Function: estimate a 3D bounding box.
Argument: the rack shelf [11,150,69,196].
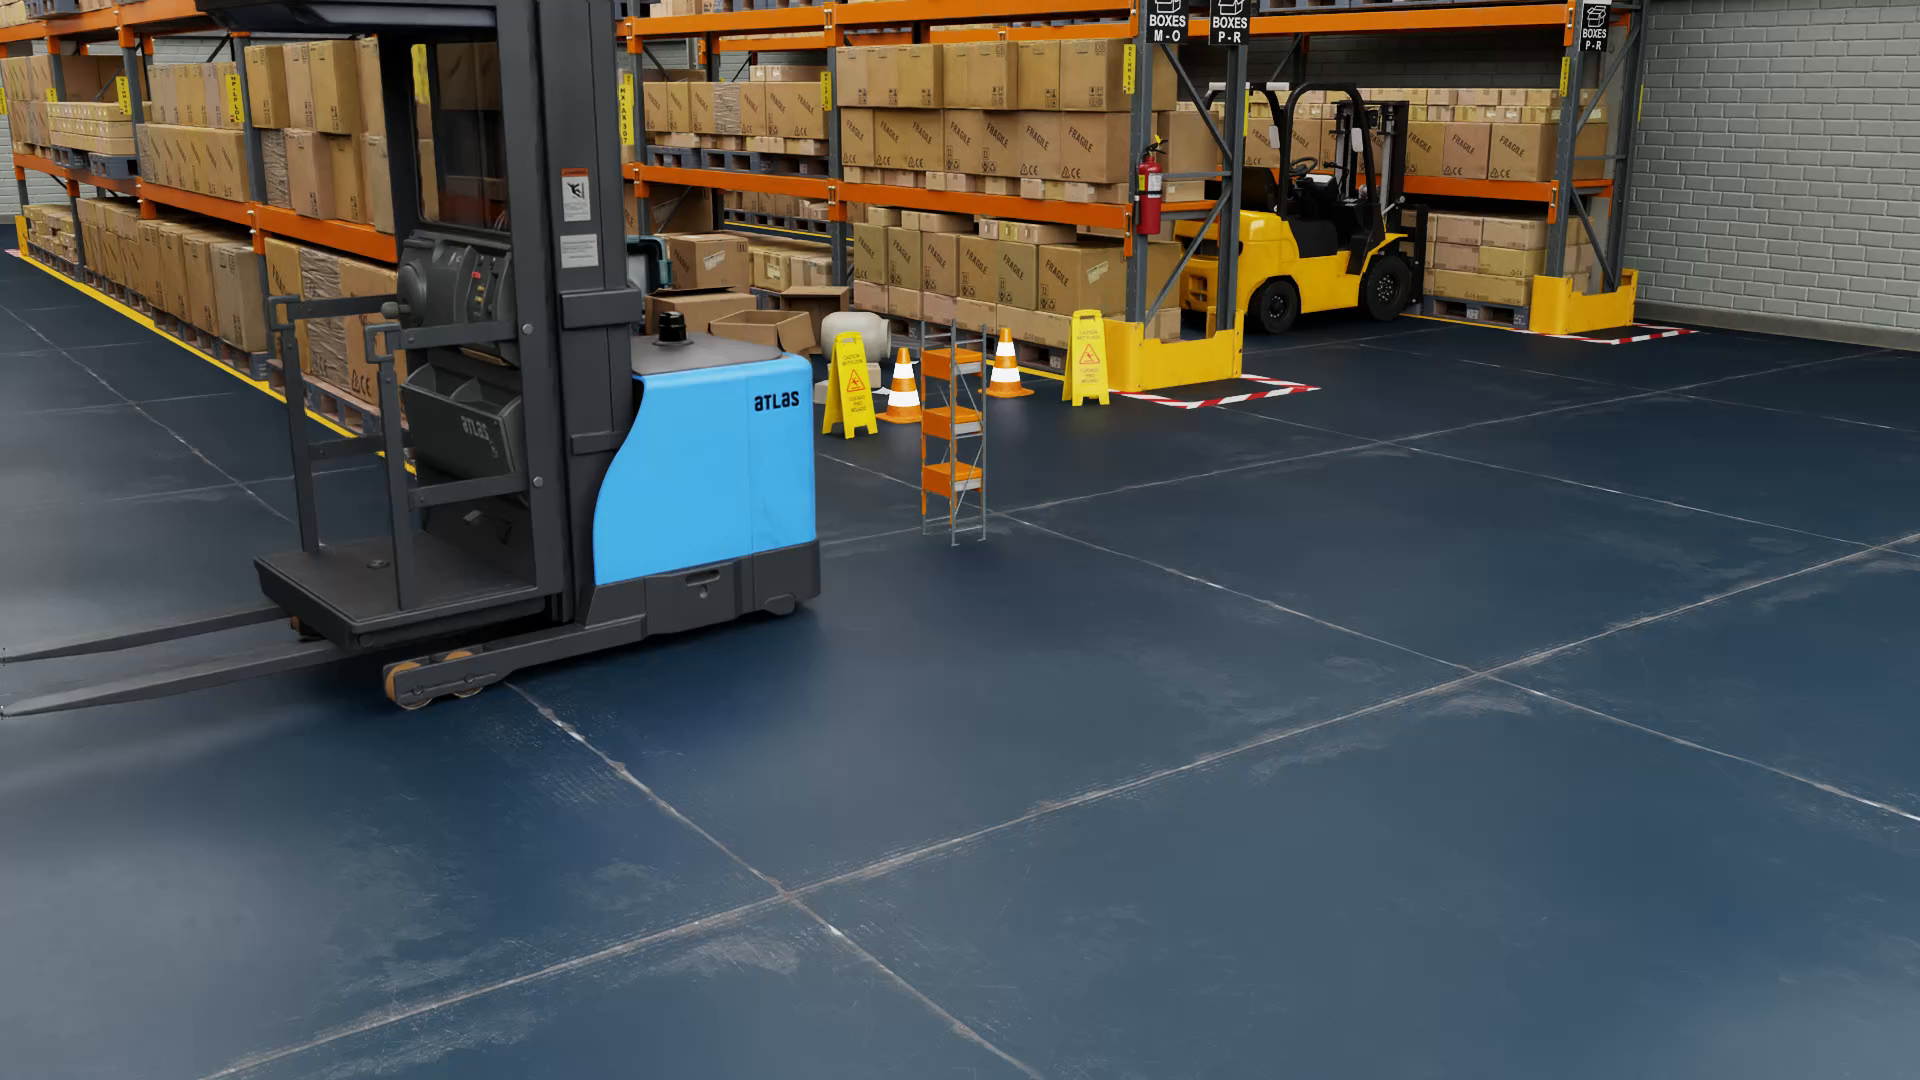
[{"bbox_3d":[-10.550,-4.465,20.070,1.077,0.370,4.000,-11,19,-35],"label":"rack shelf"}]

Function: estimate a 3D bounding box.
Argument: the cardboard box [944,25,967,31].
[{"bbox_3d":[0.141,-6.645,21.276,0.500,0.250,0.500,-11,19,-34],"label":"cardboard box"}]

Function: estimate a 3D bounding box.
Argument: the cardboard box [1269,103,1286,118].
[{"bbox_3d":[3.416,-4.435,17.179,0.380,0.149,0.250,-10,18,-33],"label":"cardboard box"}]

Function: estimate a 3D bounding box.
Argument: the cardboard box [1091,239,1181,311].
[{"bbox_3d":[1.361,-2.070,12.951,0.500,0.500,0.500,-12,19,-36],"label":"cardboard box"}]

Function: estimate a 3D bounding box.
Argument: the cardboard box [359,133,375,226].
[{"bbox_3d":[-3.142,-2.220,10.221,0.875,0.550,0.550,-11,19,-35],"label":"cardboard box"}]

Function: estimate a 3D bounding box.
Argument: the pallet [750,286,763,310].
[{"bbox_3d":[-1.906,-2.548,16.986,1.003,0.211,1.213,-11,19,-35],"label":"pallet"}]

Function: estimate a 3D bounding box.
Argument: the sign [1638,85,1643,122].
[{"bbox_3d":[6.092,-3.924,14.941,0.100,0.325,0.005,-11,19,-35],"label":"sign"}]

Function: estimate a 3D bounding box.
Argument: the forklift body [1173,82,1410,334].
[{"bbox_3d":[3.049,-3.096,15.313,2.313,2.155,1.214,-11,19,-35],"label":"forklift body"}]

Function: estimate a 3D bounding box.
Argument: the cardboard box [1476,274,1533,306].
[{"bbox_3d":[5.108,-2.311,15.251,0.500,0.250,0.500,-11,19,-34],"label":"cardboard box"}]

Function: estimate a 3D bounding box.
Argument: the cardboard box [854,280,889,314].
[{"bbox_3d":[-0.597,-2.175,14.753,0.500,0.250,0.500,-12,19,-37],"label":"cardboard box"}]

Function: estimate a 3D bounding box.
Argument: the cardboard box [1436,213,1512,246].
[{"bbox_3d":[4.811,-2.900,15.509,0.500,0.250,0.500,-10,18,-34],"label":"cardboard box"}]

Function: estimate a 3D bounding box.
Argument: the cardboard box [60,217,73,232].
[{"bbox_3d":[-10.128,-3.635,19.154,0.380,0.149,0.250,-11,19,-35],"label":"cardboard box"}]

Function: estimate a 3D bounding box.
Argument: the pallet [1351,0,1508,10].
[{"bbox_3d":[4.523,-5.203,15.891,1.003,0.211,1.213,-11,19,-35],"label":"pallet"}]

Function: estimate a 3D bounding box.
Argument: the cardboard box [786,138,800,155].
[{"bbox_3d":[-1.392,-3.674,15.497,0.380,0.149,0.250,-12,19,-36],"label":"cardboard box"}]

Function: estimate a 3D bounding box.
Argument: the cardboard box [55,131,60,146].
[{"bbox_3d":[-9.346,-4.252,17.611,0.380,0.149,0.250,-11,18,-34],"label":"cardboard box"}]

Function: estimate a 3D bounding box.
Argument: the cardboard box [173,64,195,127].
[{"bbox_3d":[-6.164,-3.747,14.000,0.700,0.500,0.500,-11,19,-35],"label":"cardboard box"}]

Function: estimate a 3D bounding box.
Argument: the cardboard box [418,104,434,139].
[{"bbox_3d":[-2.505,-2.501,9.201,0.875,0.550,0.550,-11,19,-35],"label":"cardboard box"}]

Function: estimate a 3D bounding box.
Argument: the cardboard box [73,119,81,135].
[{"bbox_3d":[-8.593,-4.120,16.565,0.380,0.149,0.250,-11,19,-36],"label":"cardboard box"}]

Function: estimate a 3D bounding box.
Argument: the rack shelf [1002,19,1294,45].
[{"bbox_3d":[2.112,-5.764,19.136,1.077,0.370,4.000,-11,19,-35],"label":"rack shelf"}]

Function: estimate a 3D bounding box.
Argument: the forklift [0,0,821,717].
[{"bbox_3d":[-2.044,-0.970,6.067,3.031,2.935,1.130,-12,20,-38],"label":"forklift"}]

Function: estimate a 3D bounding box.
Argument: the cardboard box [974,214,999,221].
[{"bbox_3d":[0.513,-4.146,21.480,0.500,0.500,0.500,-10,18,-33],"label":"cardboard box"}]

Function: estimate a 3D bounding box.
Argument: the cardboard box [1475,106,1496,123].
[{"bbox_3d":[4.932,-3.890,15.188,0.380,0.149,0.250,-10,18,-34],"label":"cardboard box"}]

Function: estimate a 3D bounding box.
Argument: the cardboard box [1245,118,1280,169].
[{"bbox_3d":[3.337,-4.151,17.369,0.500,0.500,0.500,-12,19,-36],"label":"cardboard box"}]

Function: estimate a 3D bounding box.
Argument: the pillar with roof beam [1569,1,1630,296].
[{"bbox_3d":[2.477,-5.897,12.577,9.100,9.000,0.400,-11,19,-35],"label":"pillar with roof beam"}]

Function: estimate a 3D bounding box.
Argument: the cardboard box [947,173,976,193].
[{"bbox_3d":[0.116,-2.904,13.480,0.380,0.149,0.250,-11,19,-35],"label":"cardboard box"}]

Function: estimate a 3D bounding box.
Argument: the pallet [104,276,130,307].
[{"bbox_3d":[-8.193,-2.613,17.223,1.003,0.211,1.213,-11,19,-35],"label":"pallet"}]

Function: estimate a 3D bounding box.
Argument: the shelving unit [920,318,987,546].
[{"bbox_3d":[-0.031,-0.518,7.979,0.215,1.050,0.252,-11,19,-35],"label":"shelving unit"}]

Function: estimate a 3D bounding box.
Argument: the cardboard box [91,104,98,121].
[{"bbox_3d":[-7.981,-4.042,15.717,0.380,0.149,0.250,-10,18,-33],"label":"cardboard box"}]

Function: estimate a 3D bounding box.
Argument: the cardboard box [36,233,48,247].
[{"bbox_3d":[-11.243,-3.738,20.656,0.380,0.149,0.250,-11,19,-34],"label":"cardboard box"}]

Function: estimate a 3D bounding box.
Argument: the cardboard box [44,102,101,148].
[{"bbox_3d":[-9.887,-4.636,18.579,0.500,0.500,0.500,-11,19,-34],"label":"cardboard box"}]

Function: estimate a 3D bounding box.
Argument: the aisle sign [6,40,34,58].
[{"bbox_3d":[-12.011,-6.462,21.079,0.394,0.787,0.004,-11,19,-35],"label":"aisle sign"}]

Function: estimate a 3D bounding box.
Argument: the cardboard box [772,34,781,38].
[{"bbox_3d":[-2.586,-7.581,24.888,0.380,0.149,0.250,-11,19,-34],"label":"cardboard box"}]

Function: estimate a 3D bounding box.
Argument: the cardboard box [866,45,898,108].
[{"bbox_3d":[-0.359,-3.900,13.997,0.700,0.500,0.500,-11,19,-34],"label":"cardboard box"}]

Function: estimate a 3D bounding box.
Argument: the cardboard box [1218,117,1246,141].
[{"bbox_3d":[2.792,-4.472,18.069,0.500,0.250,0.500,-11,19,-36],"label":"cardboard box"}]

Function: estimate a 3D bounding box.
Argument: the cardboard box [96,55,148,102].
[{"bbox_3d":[-9.442,-5.193,18.720,0.500,0.500,0.500,-10,18,-33],"label":"cardboard box"}]

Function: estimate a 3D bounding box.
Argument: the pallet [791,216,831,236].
[{"bbox_3d":[-1.819,-4.748,25.023,1.003,0.211,1.213,-11,19,-35],"label":"pallet"}]

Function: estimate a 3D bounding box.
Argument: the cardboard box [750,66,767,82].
[{"bbox_3d":[-1.775,-4.437,15.828,0.380,0.149,0.250,-12,19,-37],"label":"cardboard box"}]

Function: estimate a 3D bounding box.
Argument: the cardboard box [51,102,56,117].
[{"bbox_3d":[-9.345,-4.539,17.531,0.380,0.149,0.250,-10,18,-33],"label":"cardboard box"}]

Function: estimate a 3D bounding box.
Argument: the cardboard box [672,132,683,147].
[{"bbox_3d":[-2.774,-4.172,17.319,0.380,0.149,0.250,-12,20,-38],"label":"cardboard box"}]

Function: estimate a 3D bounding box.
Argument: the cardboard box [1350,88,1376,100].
[{"bbox_3d":[4.056,-4.365,16.362,0.380,0.149,0.250,-11,19,-35],"label":"cardboard box"}]

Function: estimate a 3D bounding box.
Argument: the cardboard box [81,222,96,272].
[{"bbox_3d":[-9.154,-3.183,17.962,0.500,0.500,0.500,-10,18,-32],"label":"cardboard box"}]

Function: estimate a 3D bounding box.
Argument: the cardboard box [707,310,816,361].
[{"bbox_3d":[-1.454,-1.390,12.202,0.637,0.503,0.797,4,16,13],"label":"cardboard box"}]

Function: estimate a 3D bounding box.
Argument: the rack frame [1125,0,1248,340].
[{"bbox_3d":[1.626,-2.612,11.938,1.000,3.000,0.127,-11,19,-35],"label":"rack frame"}]

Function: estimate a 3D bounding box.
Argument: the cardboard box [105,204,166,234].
[{"bbox_3d":[-8.228,-3.212,16.647,0.500,0.250,0.500,-10,18,-33],"label":"cardboard box"}]

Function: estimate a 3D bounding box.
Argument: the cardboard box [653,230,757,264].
[{"bbox_3d":[-2.753,-3.133,18.025,0.950,0.372,0.625,-12,20,-38],"label":"cardboard box"}]

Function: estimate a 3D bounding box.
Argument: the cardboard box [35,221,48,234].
[{"bbox_3d":[-11.231,-3.881,20.614,0.380,0.149,0.250,-10,18,-33],"label":"cardboard box"}]

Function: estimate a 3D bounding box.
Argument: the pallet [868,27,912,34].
[{"bbox_3d":[-0.477,-6.931,22.391,1.213,0.211,1.003,-11,19,-35],"label":"pallet"}]

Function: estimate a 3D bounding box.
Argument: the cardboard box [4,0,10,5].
[{"bbox_3d":[-11.083,-6.499,19.795,0.500,0.250,0.500,-11,19,-34],"label":"cardboard box"}]

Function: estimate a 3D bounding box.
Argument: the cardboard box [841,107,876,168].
[{"bbox_3d":[-0.692,-3.521,14.505,0.500,0.500,0.500,-11,19,-35],"label":"cardboard box"}]

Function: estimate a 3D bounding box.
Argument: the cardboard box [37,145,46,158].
[{"bbox_3d":[-10.708,-4.611,19.716,0.380,0.149,0.250,-10,18,-33],"label":"cardboard box"}]

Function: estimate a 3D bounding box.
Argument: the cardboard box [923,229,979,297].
[{"bbox_3d":[0.031,-2.313,13.837,0.500,0.500,0.500,-10,18,-32],"label":"cardboard box"}]

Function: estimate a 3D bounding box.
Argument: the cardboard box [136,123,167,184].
[{"bbox_3d":[-6.976,-3.441,14.777,0.500,0.500,0.500,-11,19,-34],"label":"cardboard box"}]

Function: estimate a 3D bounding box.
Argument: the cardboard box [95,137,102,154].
[{"bbox_3d":[-7.980,-3.754,15.791,0.380,0.149,0.250,-10,18,-34],"label":"cardboard box"}]

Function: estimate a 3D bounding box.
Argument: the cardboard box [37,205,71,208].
[{"bbox_3d":[-11.433,-4.148,21.029,0.380,0.149,0.250,-10,18,-34],"label":"cardboard box"}]

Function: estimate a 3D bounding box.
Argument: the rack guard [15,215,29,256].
[{"bbox_3d":[-11.681,-4.017,21.806,1.175,0.500,0.348,-11,19,-35],"label":"rack guard"}]
